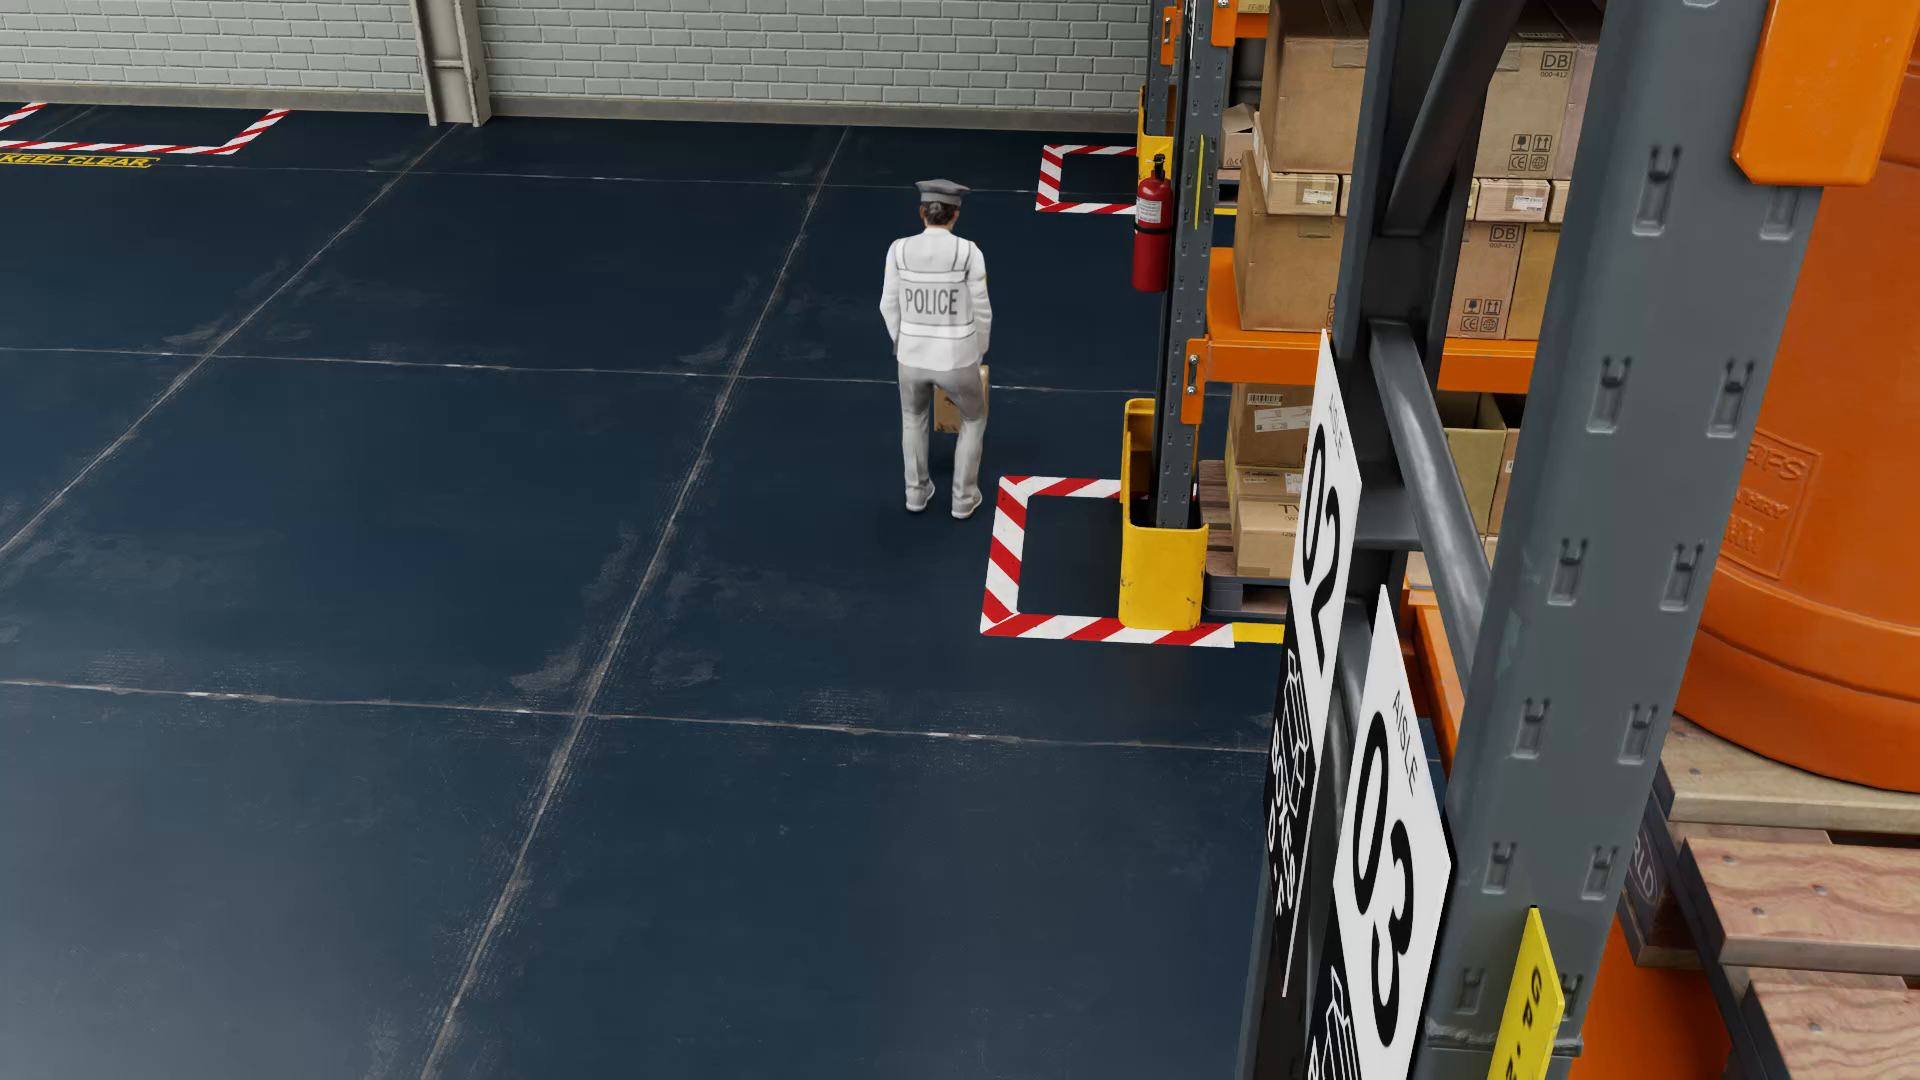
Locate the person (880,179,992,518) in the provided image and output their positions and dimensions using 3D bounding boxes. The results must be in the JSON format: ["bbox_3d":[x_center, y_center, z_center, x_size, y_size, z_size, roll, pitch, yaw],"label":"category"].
[{"bbox_3d":[-0.108,-0.852,7.587,0.516,1.576,0.526,7,33,11],"label":"person"}]
